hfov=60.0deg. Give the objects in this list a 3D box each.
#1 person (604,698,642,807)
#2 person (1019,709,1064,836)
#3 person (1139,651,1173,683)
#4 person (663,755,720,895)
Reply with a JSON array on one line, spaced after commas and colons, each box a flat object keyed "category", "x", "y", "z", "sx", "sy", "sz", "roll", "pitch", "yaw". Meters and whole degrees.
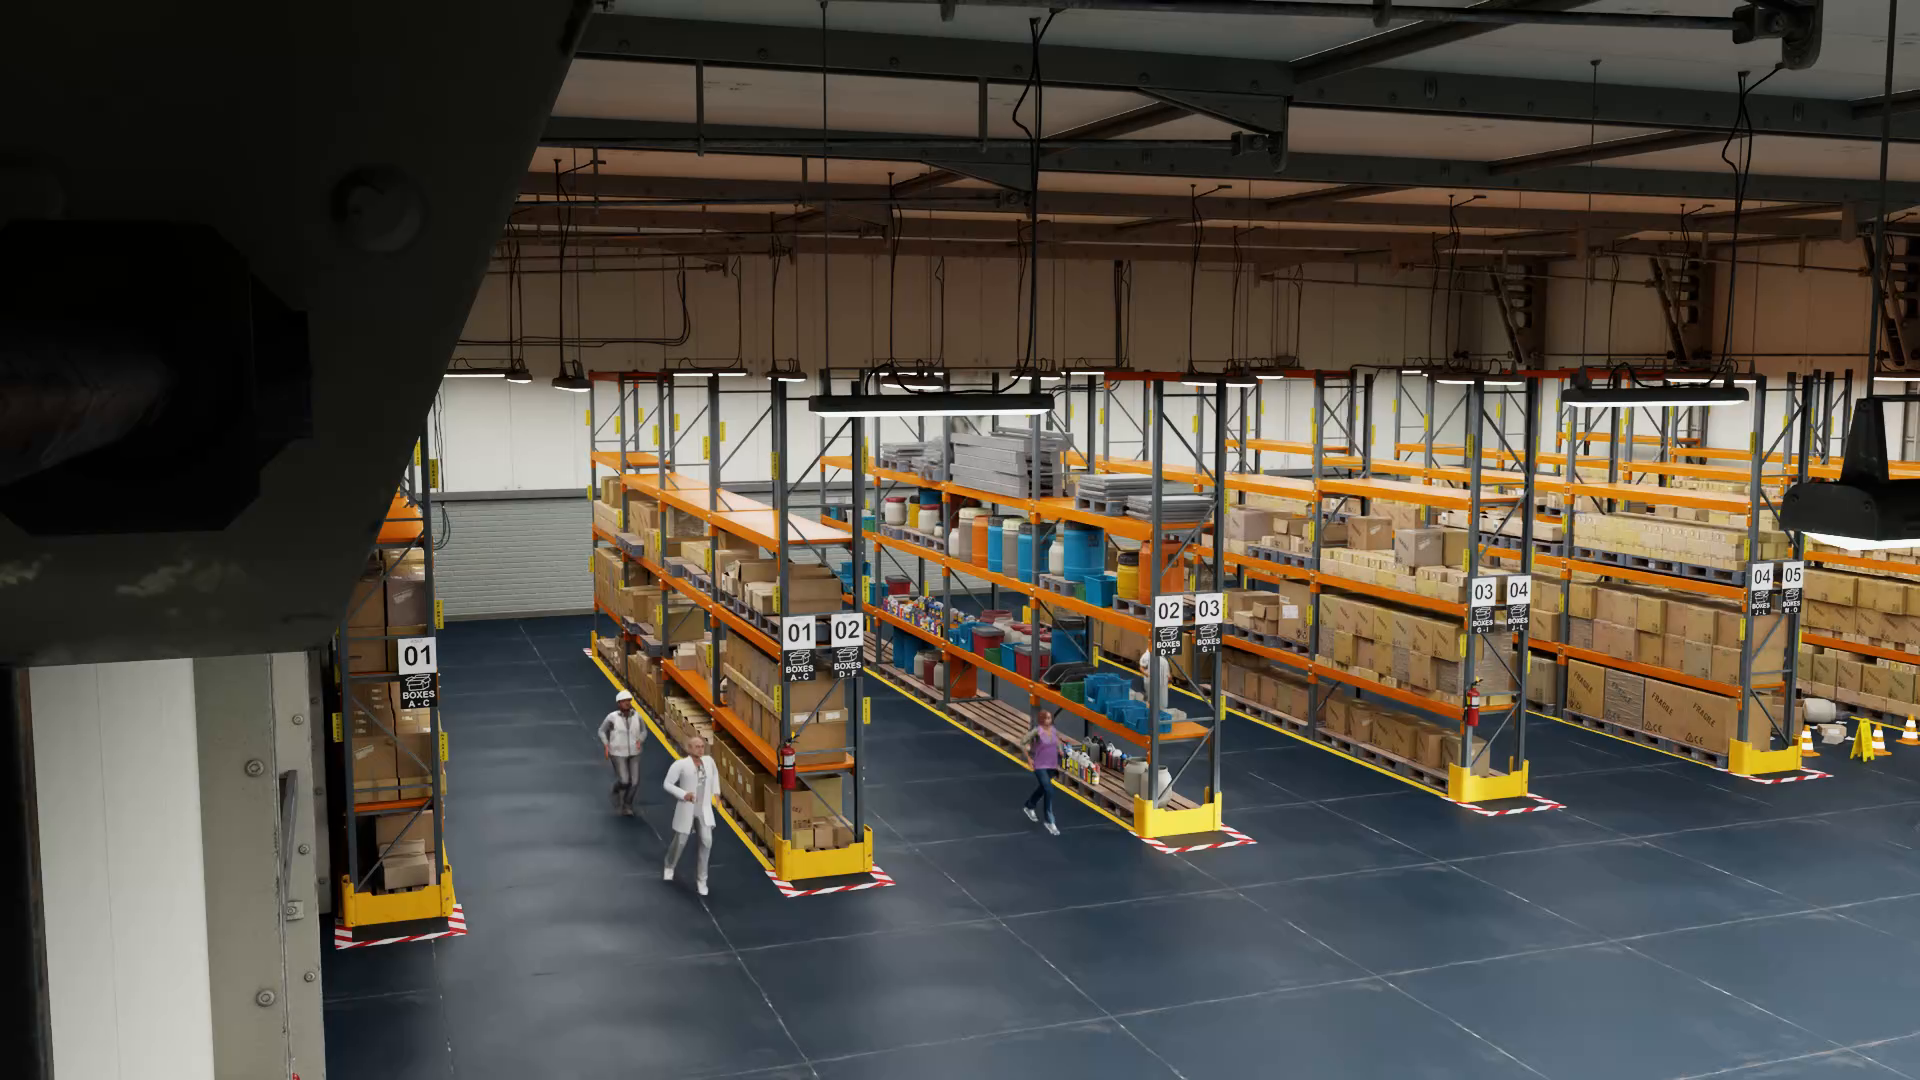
[{"category": "person", "x": -4.597, "y": 2.929, "z": 22.779, "sx": 0.529, "sy": 1.617, "sz": 0.533, "roll": -3, "pitch": 7, "yaw": -28}, {"category": "person", "x": 1.100, "y": 3.062, "z": 22.188, "sx": 0.523, "sy": 1.628, "sz": 0.761, "roll": -6, "pitch": 9, "yaw": -42}, {"category": "person", "x": 3.288, "y": 2.407, "z": 27.988, "sx": 0.596, "sy": 1.621, "sz": 0.544, "roll": -4, "pitch": 8, "yaw": -32}, {"category": "person", "x": -3.167, "y": 3.359, "z": 19.851, "sx": 0.767, "sy": 1.626, "sz": 0.877, "roll": -4, "pitch": 7, "yaw": -30}]
